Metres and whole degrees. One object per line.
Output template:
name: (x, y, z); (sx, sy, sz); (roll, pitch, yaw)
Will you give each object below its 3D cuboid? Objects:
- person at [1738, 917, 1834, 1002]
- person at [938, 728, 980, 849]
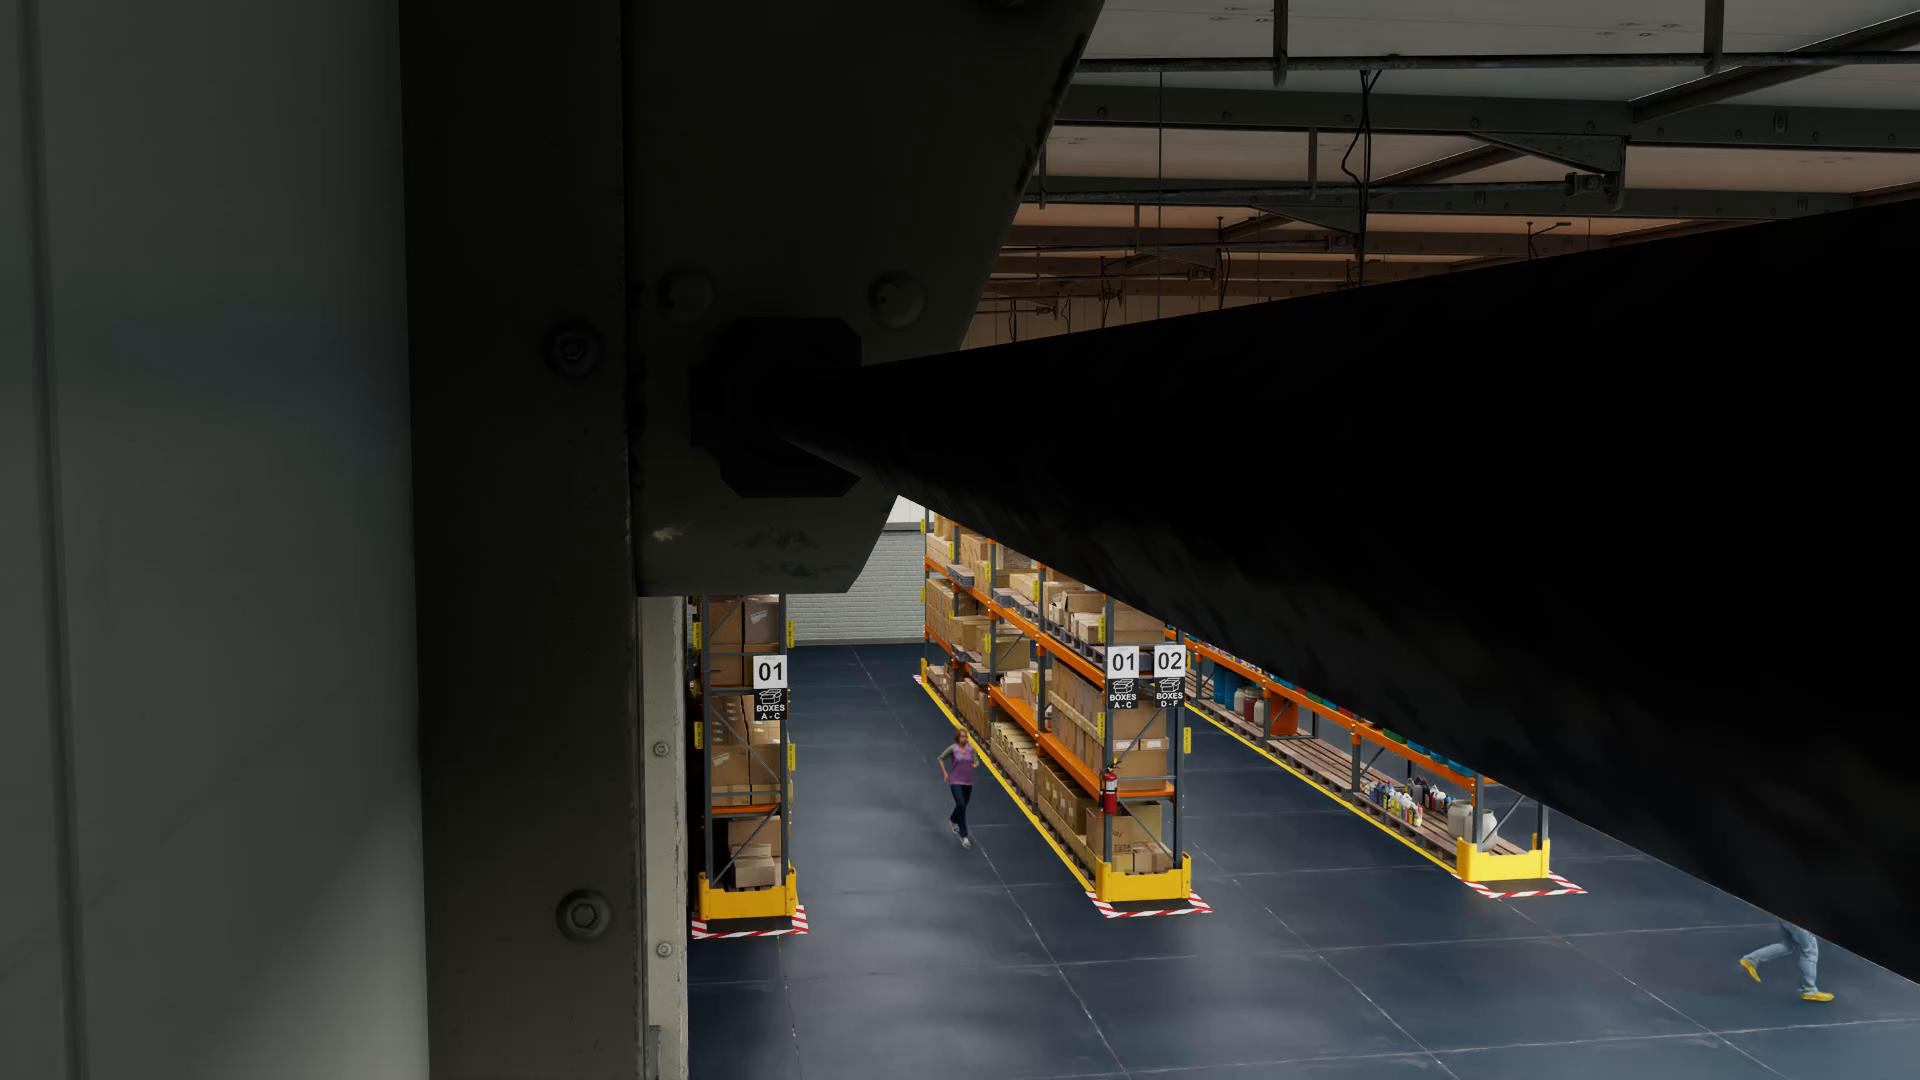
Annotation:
person: (8.675, 3.928, 17.395); (0.901, 1.745, 0.714); (1, 5, 16)
person: (0.007, 3.455, 23.446); (0.519, 1.626, 0.797); (-3, 6, -27)
